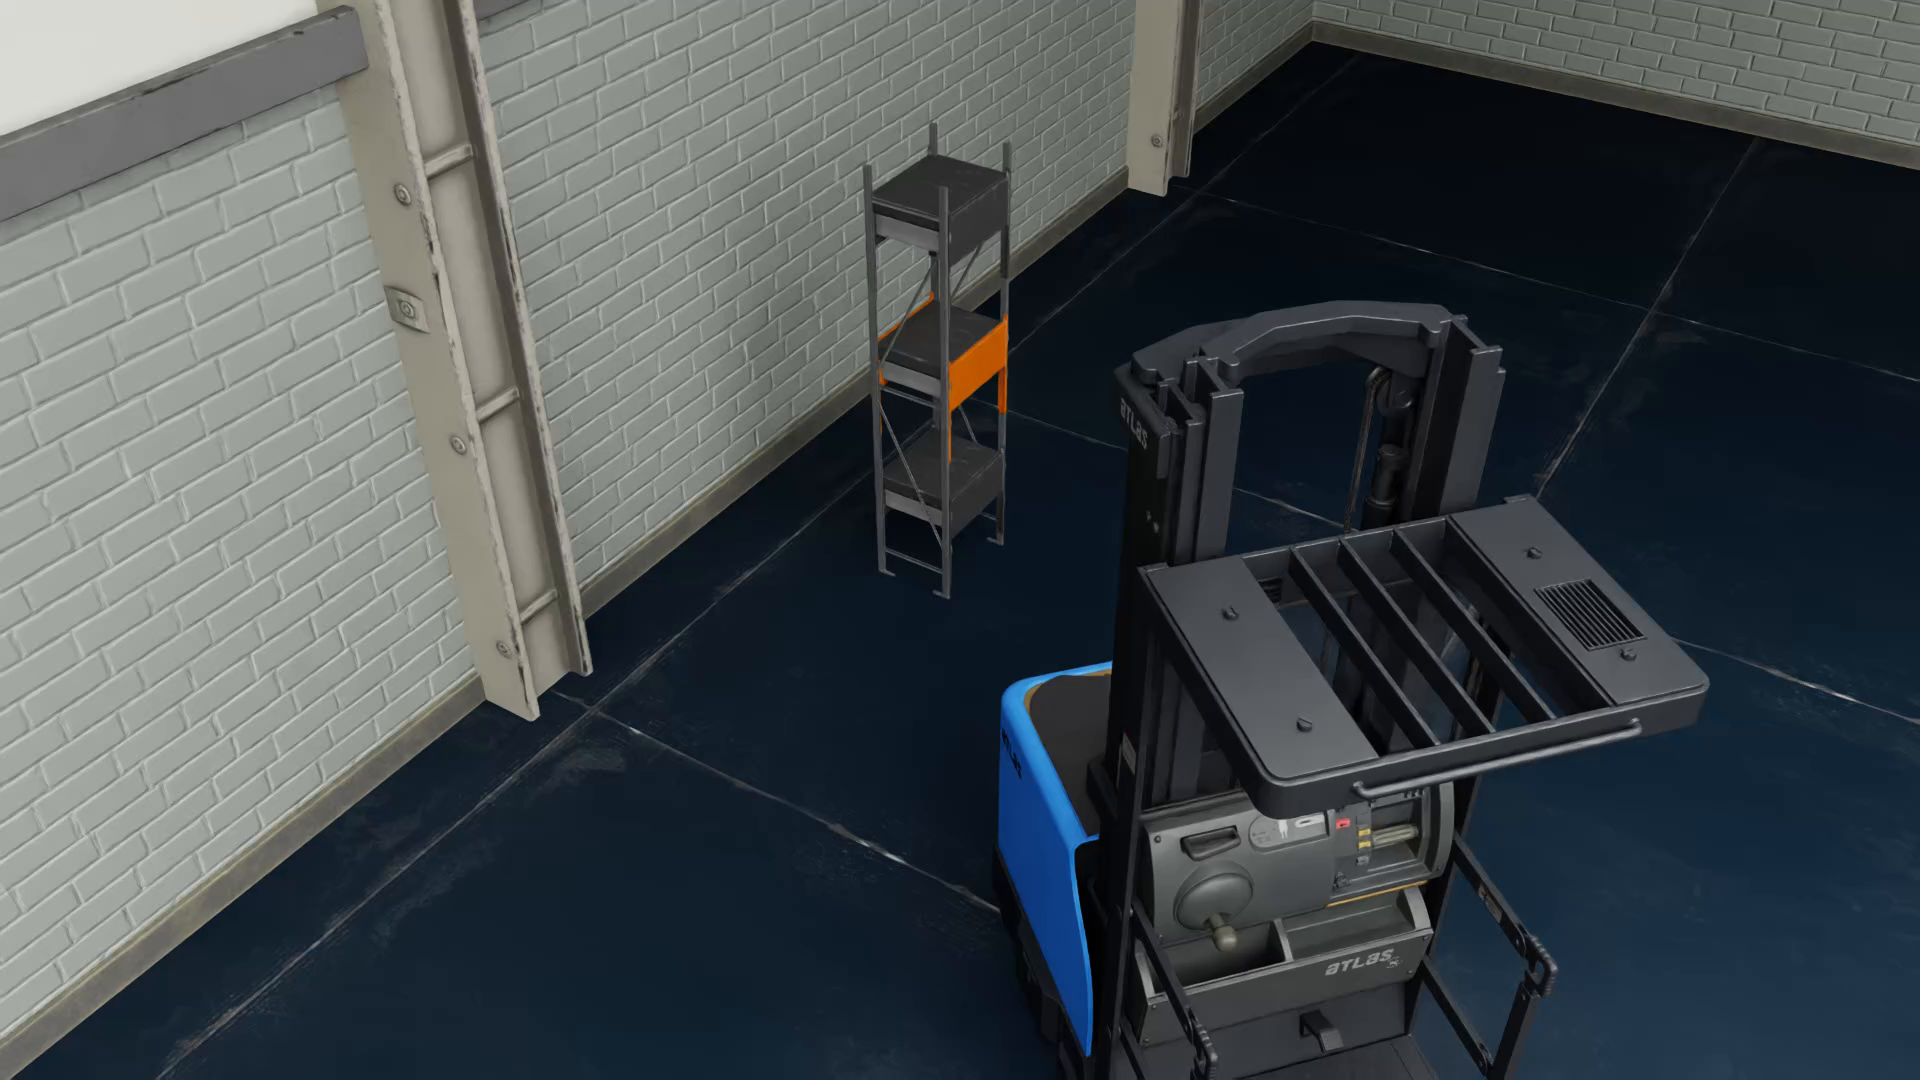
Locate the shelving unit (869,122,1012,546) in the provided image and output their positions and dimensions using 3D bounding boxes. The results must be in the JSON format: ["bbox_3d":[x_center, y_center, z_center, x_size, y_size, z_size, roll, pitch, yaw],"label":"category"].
[{"bbox_3d":[-0.086,-0.749,7.442,0.431,2.100,0.492,21,42,25],"label":"shelving unit"}]

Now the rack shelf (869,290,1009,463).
[{"bbox_3d":[-0.089,-0.735,7.446,0.431,0.518,0.480,21,42,25],"label":"rack shelf"}]

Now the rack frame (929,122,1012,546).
[{"bbox_3d":[0.042,-0.872,7.601,0.400,2.100,0.015,21,42,25],"label":"rack frame"}]

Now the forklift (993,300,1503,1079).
[{"bbox_3d":[1.033,0.964,4.538,1.130,2.935,3.031,-10,39,-13],"label":"forklift"}]

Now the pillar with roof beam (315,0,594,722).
[{"bbox_3d":[1.765,-1.523,2.794,9.100,9.000,0.400,21,42,25],"label":"pillar with roof beam"}]

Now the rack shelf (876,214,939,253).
[{"bbox_3d":[-0.089,-1.369,6.958,0.332,0.100,0.442,21,42,25],"label":"rack shelf"}]

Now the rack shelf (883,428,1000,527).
[{"bbox_3d":[-0.089,-0.289,7.790,0.368,0.174,0.457,21,42,25],"label":"rack shelf"}]
